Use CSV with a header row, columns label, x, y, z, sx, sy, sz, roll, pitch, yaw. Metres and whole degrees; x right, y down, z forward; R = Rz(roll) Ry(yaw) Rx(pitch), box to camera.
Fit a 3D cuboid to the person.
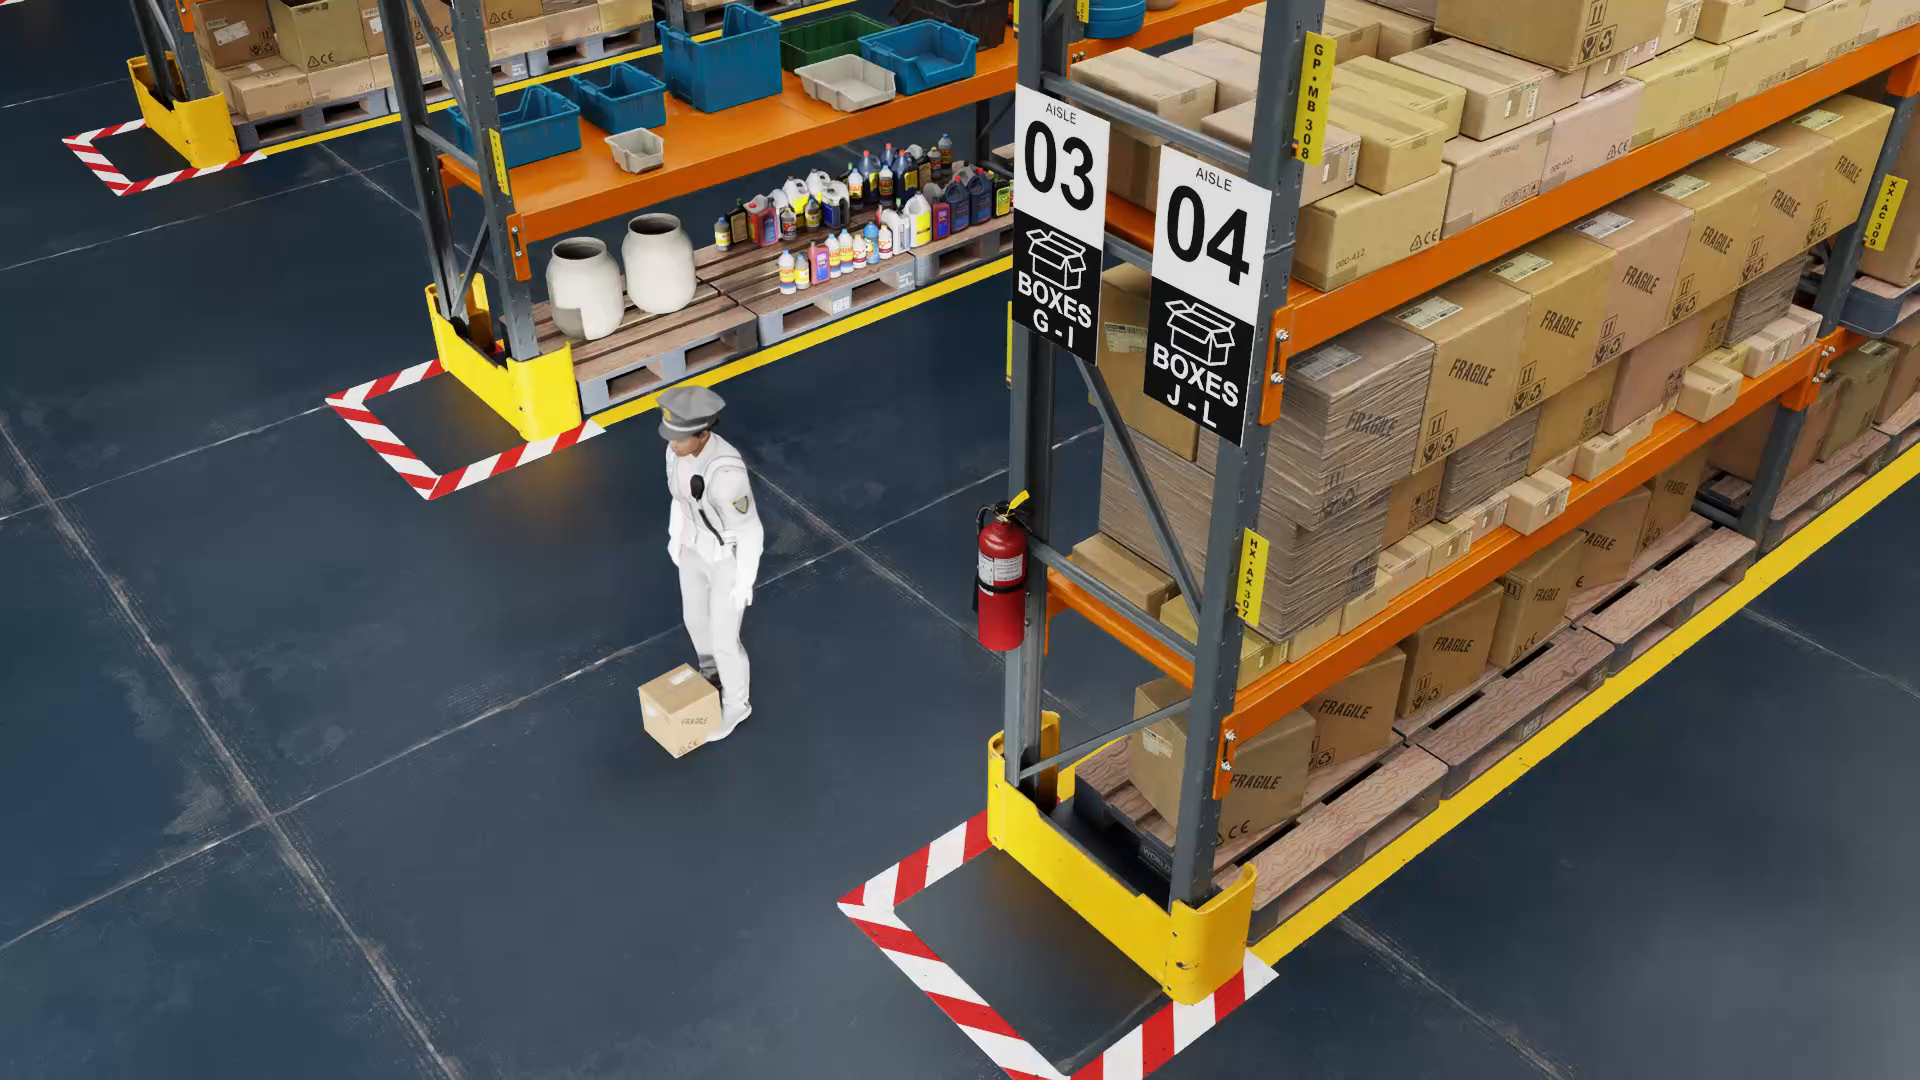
label,x,y,z,sx,sy,sz,roll,pitch,yaw
person,-1.047,0.087,6.954,0.414,1.662,0.539,-29,45,-34
